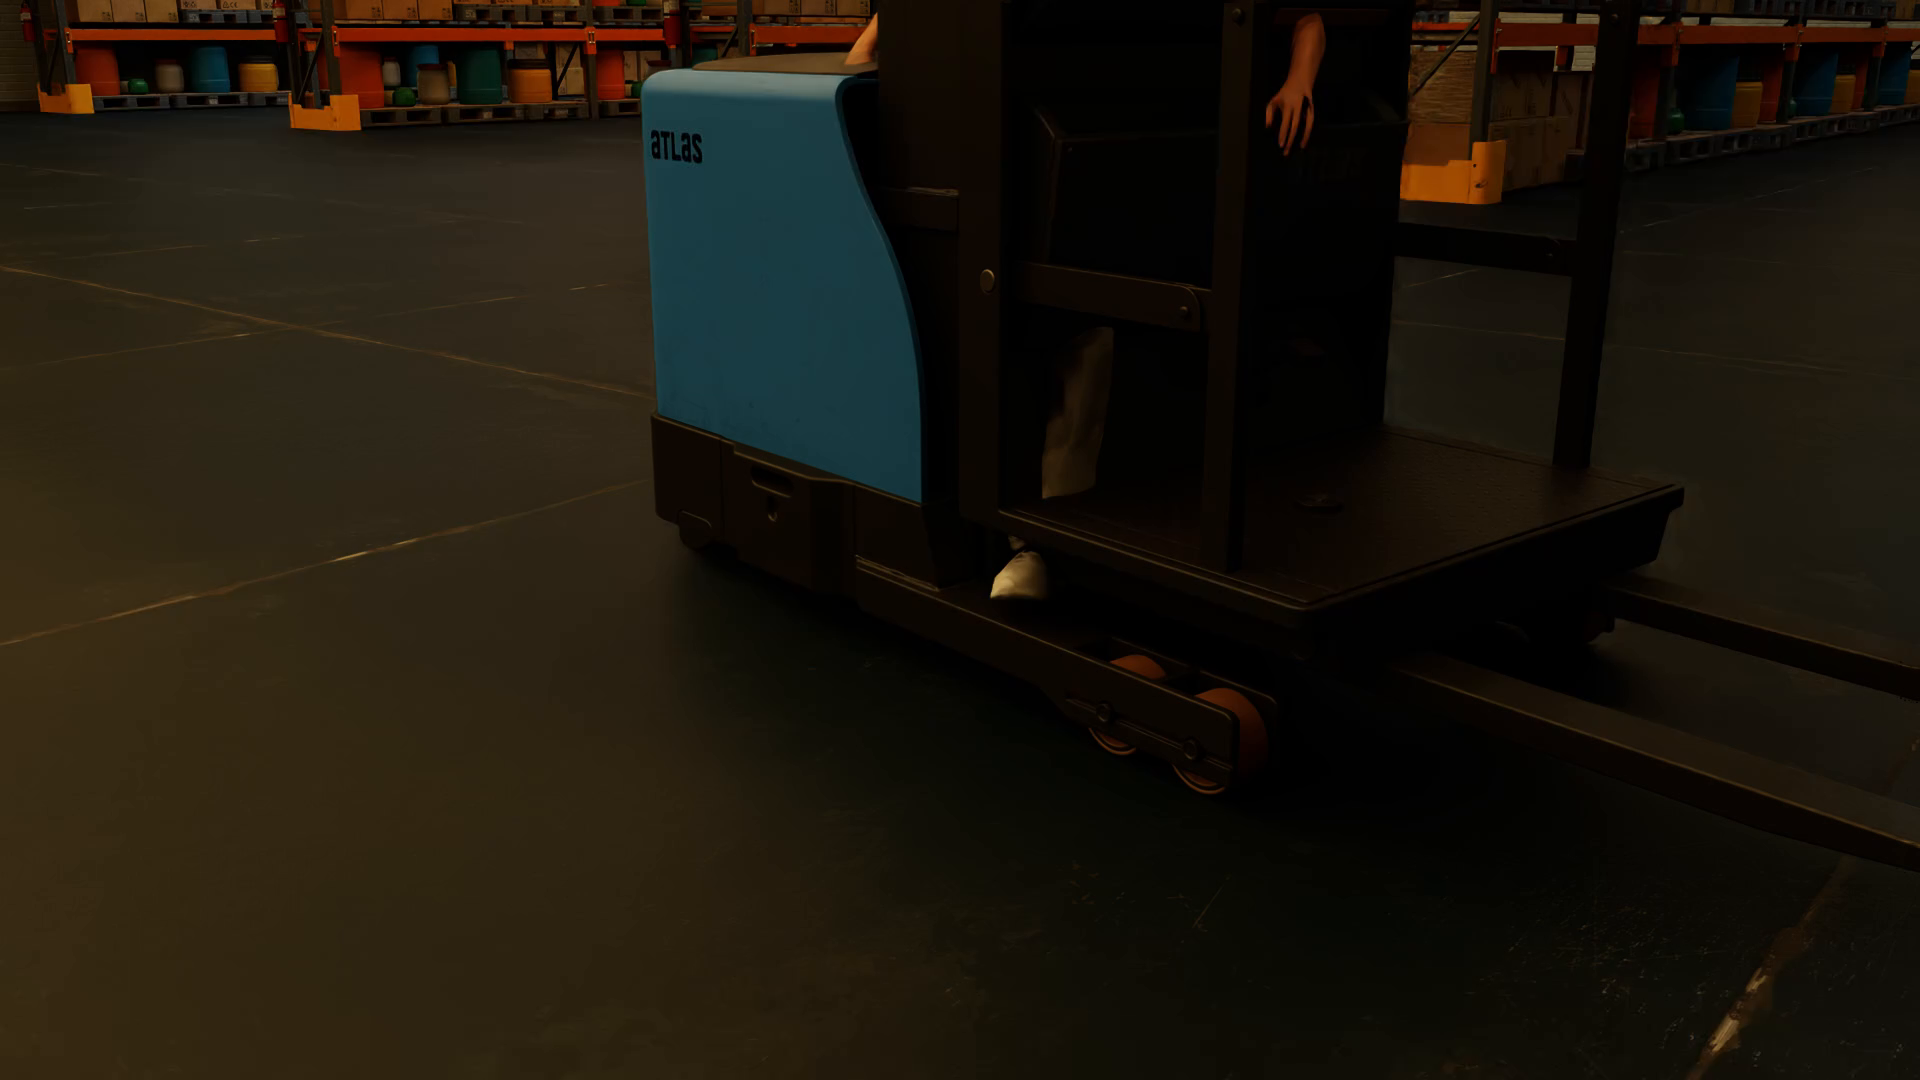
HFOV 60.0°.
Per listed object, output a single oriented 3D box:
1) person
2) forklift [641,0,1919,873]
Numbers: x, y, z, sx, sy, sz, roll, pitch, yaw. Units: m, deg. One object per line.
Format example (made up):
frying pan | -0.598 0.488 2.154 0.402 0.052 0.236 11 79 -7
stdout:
person | 0.149 -0.619 3.114 0.979 1.524 0.878 9 19 28
forklift | 0.611 -1.165 2.735 1.130 2.935 3.031 -14 22 -38
